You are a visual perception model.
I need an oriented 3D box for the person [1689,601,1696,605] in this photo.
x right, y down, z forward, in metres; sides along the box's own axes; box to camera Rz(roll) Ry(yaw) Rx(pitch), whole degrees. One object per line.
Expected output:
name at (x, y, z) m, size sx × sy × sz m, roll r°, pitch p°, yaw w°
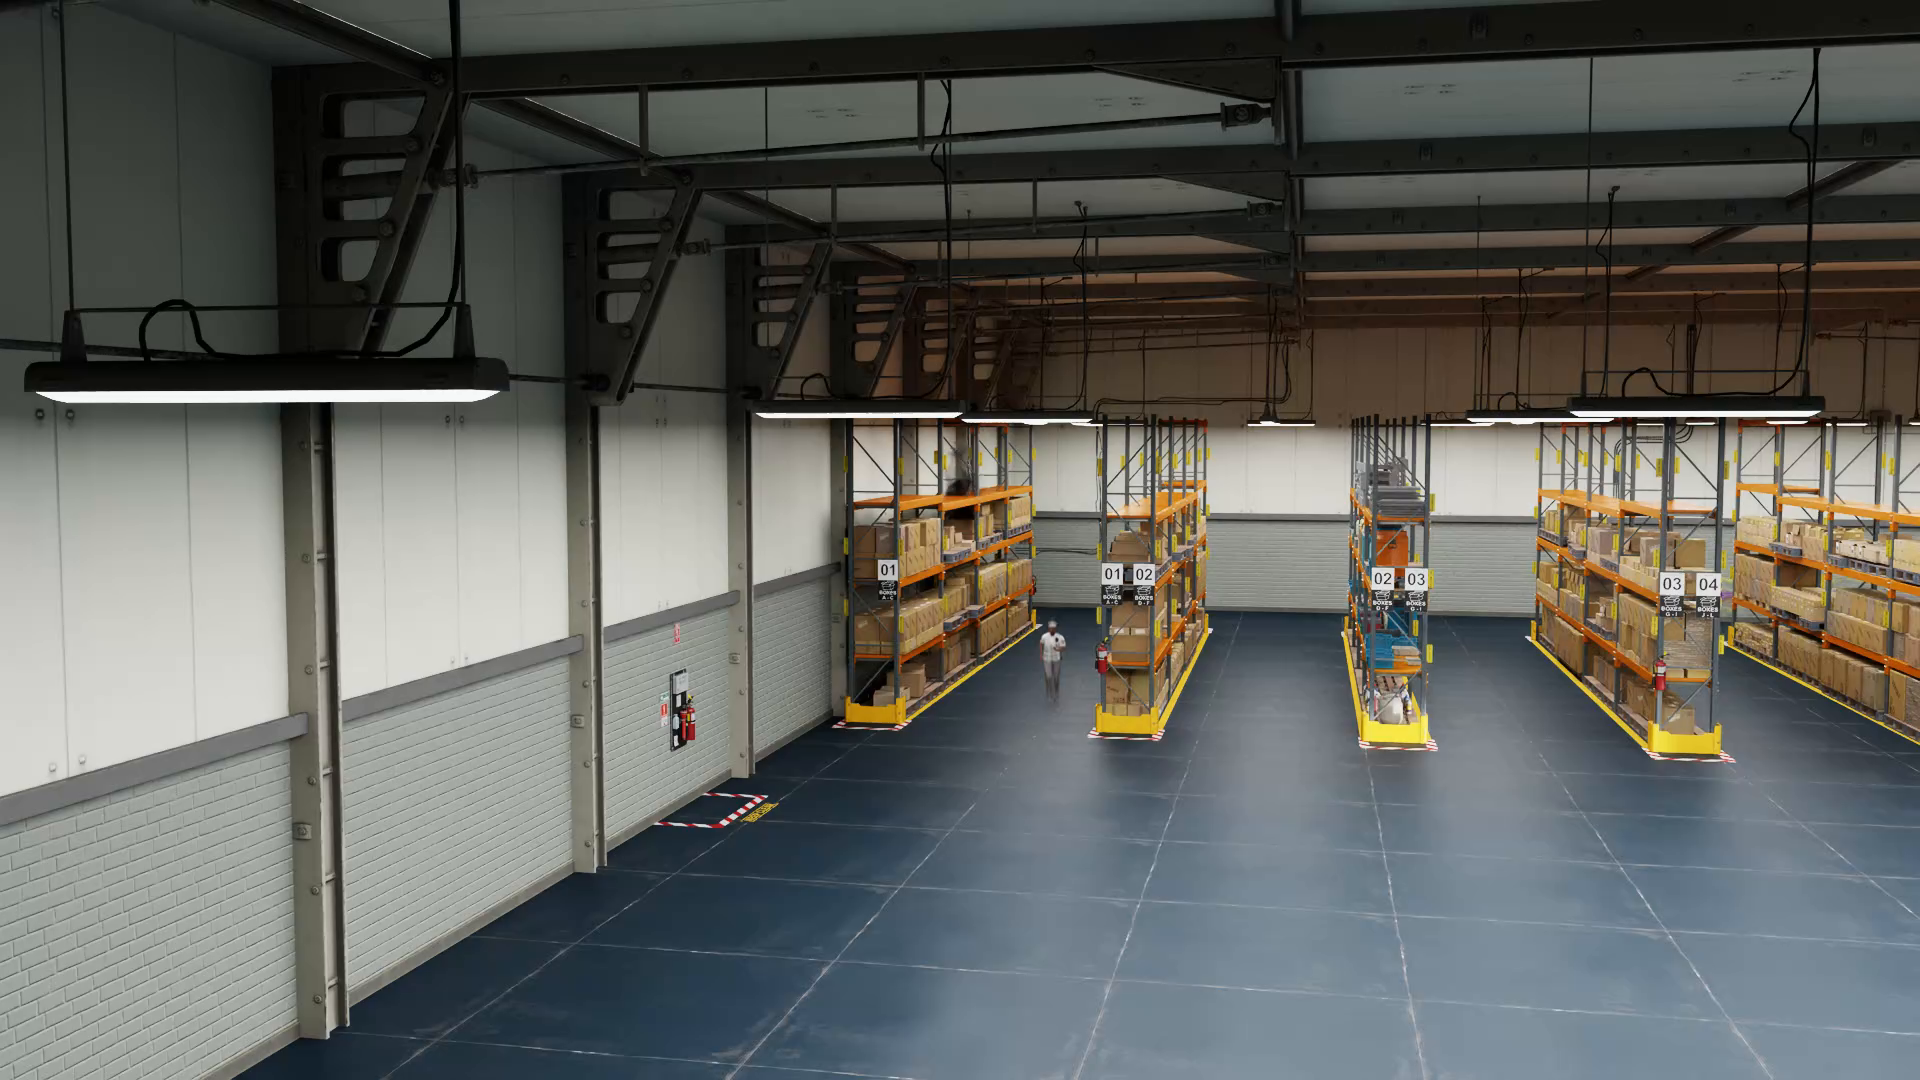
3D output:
person at (18.794, 2.082, 42.424) m, size 0.590 × 1.728 × 0.728 m, roll 1°, pitch 4°, yaw 19°

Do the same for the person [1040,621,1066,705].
person at (1.944, 2.533, 34.818) m, size 0.567 × 1.697 × 0.915 m, roll 0°, pitch 4°, yaw 6°
